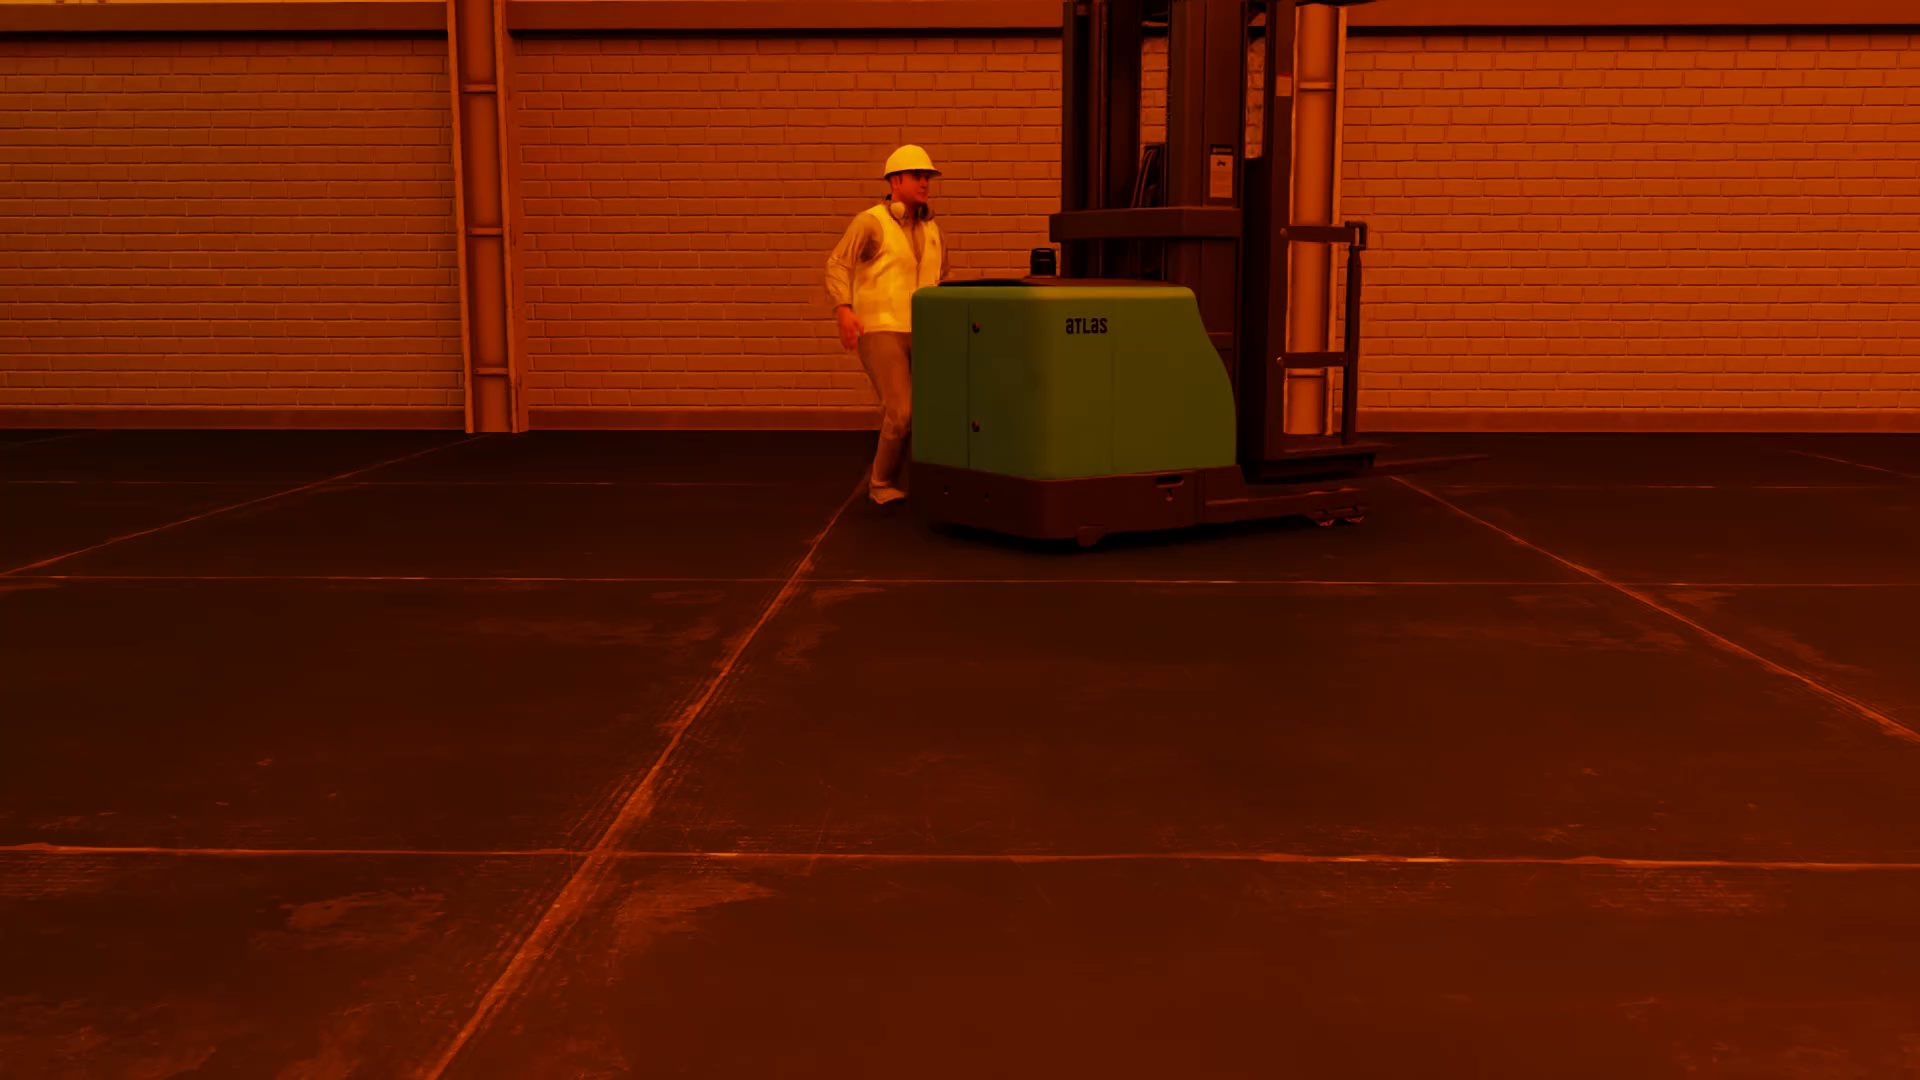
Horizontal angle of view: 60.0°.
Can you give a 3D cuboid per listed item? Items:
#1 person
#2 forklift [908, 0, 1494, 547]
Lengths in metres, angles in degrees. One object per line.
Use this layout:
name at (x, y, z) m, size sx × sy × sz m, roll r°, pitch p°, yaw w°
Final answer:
person at (-0.208, -0.979, 7.783) m, size 0.873 × 1.708 × 0.578 m, roll -7°, pitch 11°, yaw -39°
forklift at (1.274, -1.567, 7.677) m, size 3.031 × 2.935 × 1.130 m, roll -6°, pitch 10°, yaw -34°
